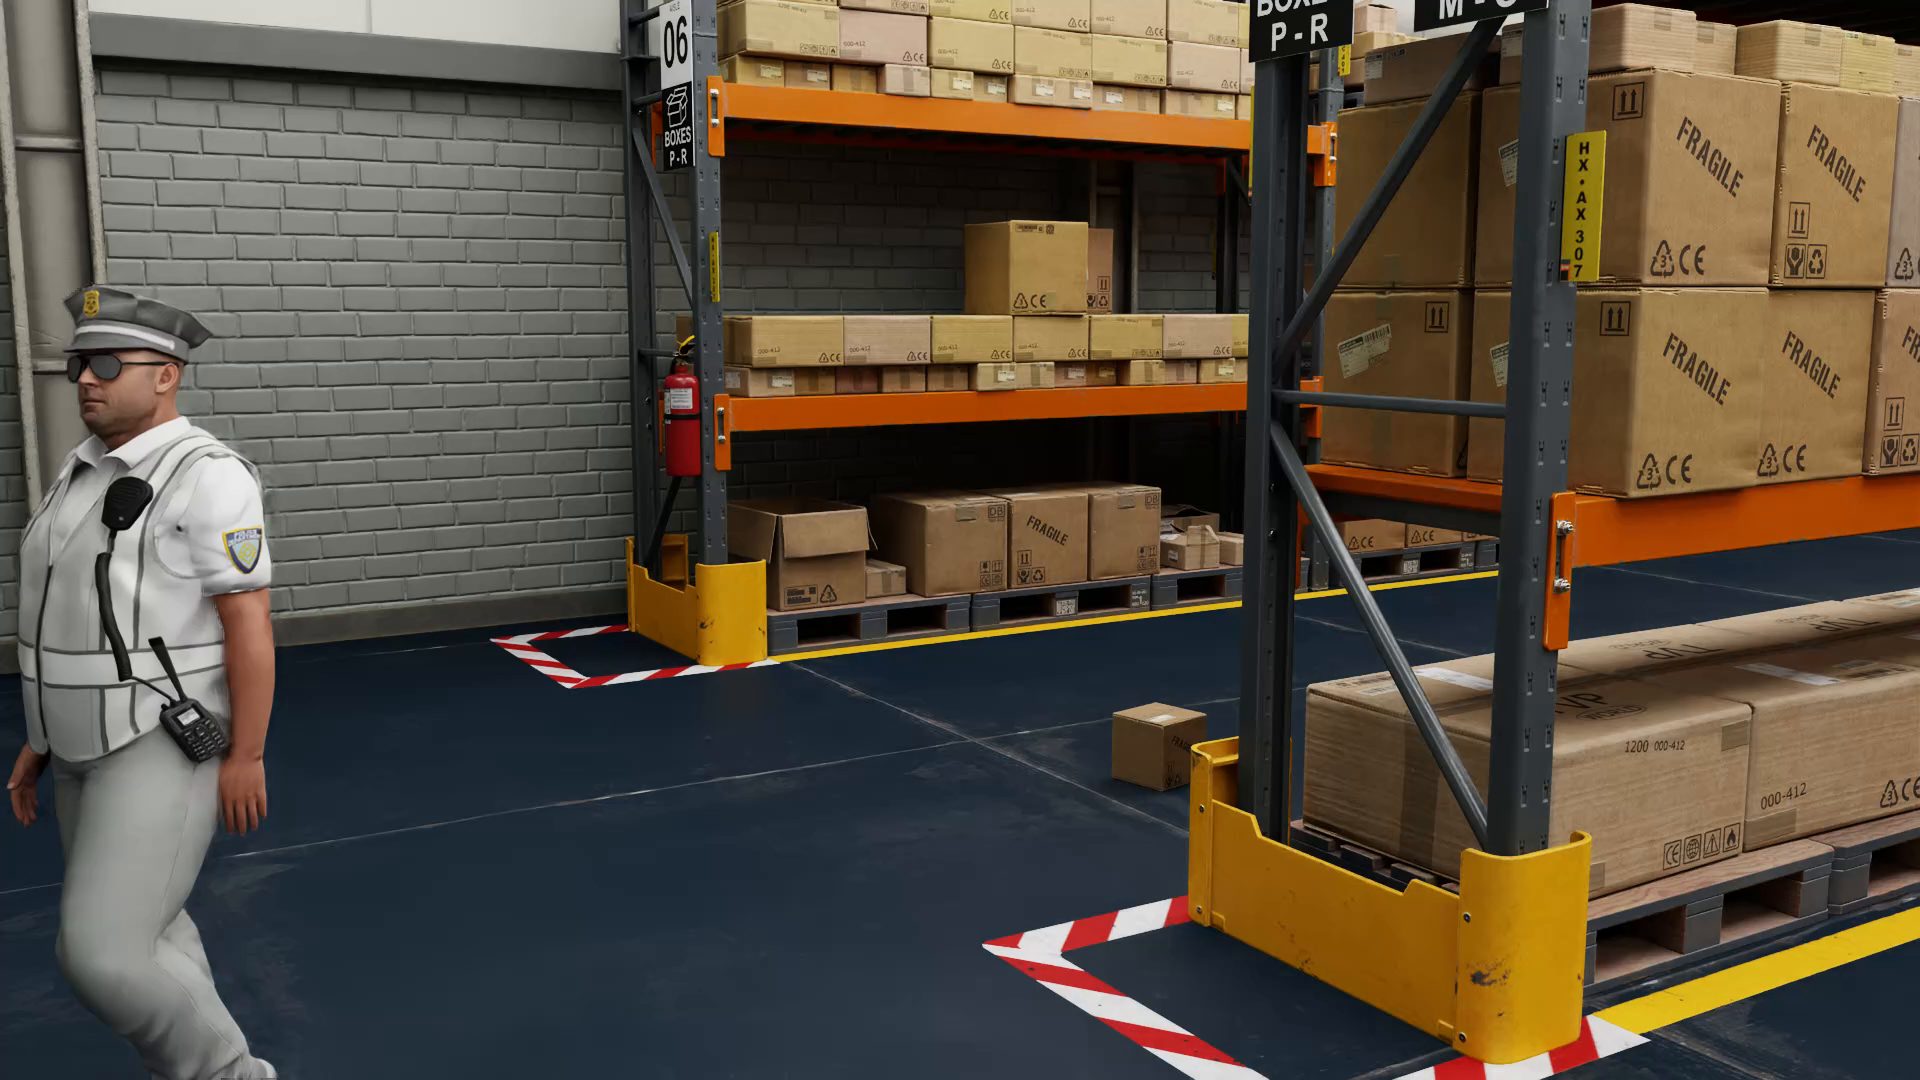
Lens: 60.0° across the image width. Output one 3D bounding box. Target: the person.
[{"bbox_3d":[-1.635,0.416,3.254,0.533,1.809,0.462,5,10,34],"label":"person"}]
